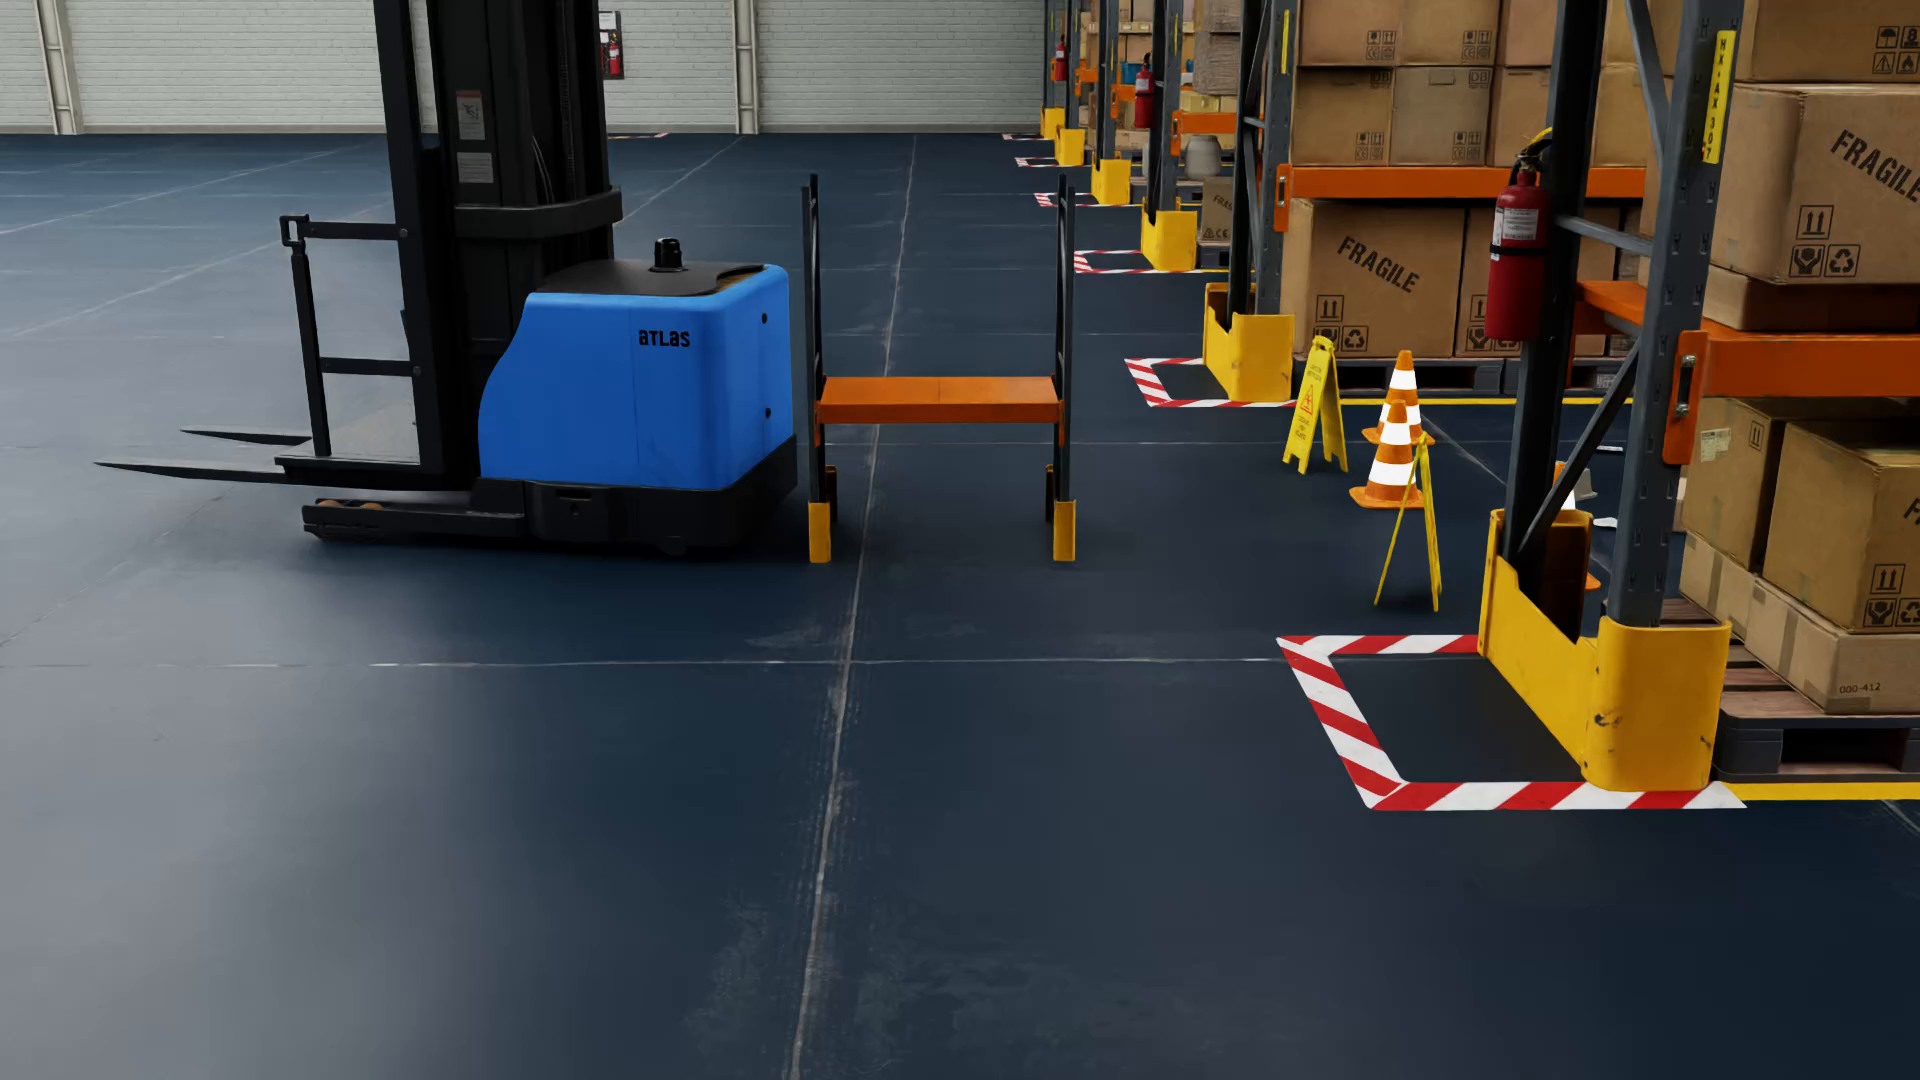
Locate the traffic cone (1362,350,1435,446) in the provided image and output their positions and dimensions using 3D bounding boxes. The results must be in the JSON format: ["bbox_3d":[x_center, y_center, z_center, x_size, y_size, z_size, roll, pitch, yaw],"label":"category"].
[{"bbox_3d":[2.295,-0.754,8.640,0.334,0.463,0.336,0,18,-1],"label":"traffic cone"}]

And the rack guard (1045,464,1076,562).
[{"bbox_3d":[0.422,-0.121,7.016,0.087,0.250,0.587,0,18,-1],"label":"rack guard"}]

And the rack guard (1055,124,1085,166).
[{"bbox_3d":[1.588,-5.744,24.134,0.348,0.500,1.175,0,18,-1],"label":"rack guard"}]

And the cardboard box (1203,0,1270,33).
[{"bbox_3d":[2.319,-4.493,13.856,0.500,0.500,0.500,0,18,-1],"label":"cardboard box"}]

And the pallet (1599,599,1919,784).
[{"bbox_3d":[2.810,0.453,5.291,1.213,0.211,1.003,0,18,-1],"label":"pallet"}]

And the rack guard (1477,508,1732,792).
[{"bbox_3d":[1.997,0.308,5.268,0.348,0.500,1.175,0,18,-1],"label":"rack guard"}]

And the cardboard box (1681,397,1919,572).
[{"bbox_3d":[2.718,-0.213,5.387,0.500,0.500,0.500,0,18,-1],"label":"cardboard box"}]

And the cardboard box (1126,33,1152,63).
[{"bbox_3d":[2.604,-6.984,23.744,0.500,0.500,0.700,0,18,1],"label":"cardboard box"}]

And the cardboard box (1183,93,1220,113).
[{"bbox_3d":[2.053,-3.717,14.136,0.250,0.149,0.380,0,18,-1],"label":"cardboard box"}]

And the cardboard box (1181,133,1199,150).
[{"bbox_3d":[3.152,-5.765,23.923,0.500,0.250,0.500,0,18,-1],"label":"cardboard box"}]

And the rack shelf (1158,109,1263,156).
[{"bbox_3d":[3.764,-3.576,14.461,4.000,0.370,1.077,0,18,-1],"label":"rack shelf"}]

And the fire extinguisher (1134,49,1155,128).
[{"bbox_3d":[1.643,-4.012,14.770,0.183,0.674,0.296,0,18,-1],"label":"fire extinguisher"}]

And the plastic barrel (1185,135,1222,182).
[{"bbox_3d":[2.844,-4.465,19.442,0.421,0.512,0.421,0,18,0],"label":"plastic barrel"}]

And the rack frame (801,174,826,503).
[{"bbox_3d":[-0.594,-0.711,6.810,0.032,1.500,0.500,0,18,-1],"label":"rack frame"}]

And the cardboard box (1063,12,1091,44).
[{"bbox_3d":[2.012,-8.653,28.095,0.500,0.500,0.500,0,18,-1],"label":"cardboard box"}]

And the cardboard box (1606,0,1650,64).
[{"bbox_3d":[3.752,-3.003,9.485,0.500,0.550,0.875,0,18,-1],"label":"cardboard box"}]

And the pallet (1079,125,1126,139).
[{"bbox_3d":[2.419,-7.113,28.874,1.213,0.211,1.003,0,18,-1],"label":"pallet"}]

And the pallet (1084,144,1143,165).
[{"bbox_3d":[2.376,-5.623,24.230,1.213,0.211,1.003,0,18,-1],"label":"pallet"}]

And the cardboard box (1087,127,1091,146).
[{"bbox_3d":[2.144,-5.918,24.398,0.500,0.250,0.500,0,18,-1],"label":"cardboard box"}]

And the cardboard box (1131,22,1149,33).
[{"bbox_3d":[2.521,-7.229,23.448,0.250,0.149,0.380,0,18,-1],"label":"cardboard box"}]

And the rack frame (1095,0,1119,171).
[{"bbox_3d":[1.686,-5.421,19.036,0.127,3.000,1.000,0,18,-1],"label":"rack frame"}]

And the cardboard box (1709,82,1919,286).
[{"bbox_3d":[2.399,-0.989,4.568,0.500,0.500,0.500,-1,18,-2],"label":"cardboard box"}]

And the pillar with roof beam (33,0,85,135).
[{"bbox_3d":[-15.713,-10.170,24.017,0.400,9.000,9.100,0,18,-1],"label":"pillar with roof beam"}]

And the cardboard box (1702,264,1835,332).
[{"bbox_3d":[2.264,-0.701,4.732,0.250,0.149,0.380,0,18,-1],"label":"cardboard box"}]

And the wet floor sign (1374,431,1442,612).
[{"bbox_3d":[1.714,-0.087,6.261,0.232,0.644,0.267,6,19,18],"label":"wet floor sign"}]

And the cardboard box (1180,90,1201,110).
[{"bbox_3d":[2.046,-3.853,14.560,0.250,0.149,0.380,0,18,-1],"label":"cardboard box"}]

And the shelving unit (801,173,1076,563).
[{"bbox_3d":[-0.076,-0.714,6.817,1.083,1.500,0.587,0,18,-1],"label":"shelving unit"}]

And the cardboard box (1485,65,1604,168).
[{"bbox_3d":[3.224,-2.454,9.541,0.550,0.550,0.875,0,18,-1],"label":"cardboard box"}]

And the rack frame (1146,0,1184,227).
[{"bbox_3d":[1.765,-3.908,14.321,0.127,3.000,1.000,0,18,-1],"label":"rack frame"}]

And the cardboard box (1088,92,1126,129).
[{"bbox_3d":[2.144,-6.275,24.285,0.500,0.500,0.500,0,18,-1],"label":"cardboard box"}]

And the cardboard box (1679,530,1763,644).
[{"bbox_3d":[2.749,0.141,5.510,0.500,0.250,0.500,0,18,-1],"label":"cardboard box"}]

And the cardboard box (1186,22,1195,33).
[{"bbox_3d":[3.295,-7.233,23.460,0.250,0.149,0.380,-1,18,-2],"label":"cardboard box"}]

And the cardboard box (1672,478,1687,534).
[{"bbox_3d":[3.199,-0.148,7.264,0.250,0.149,0.380,10,20,28],"label":"cardboard box"}]

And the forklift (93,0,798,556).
[{"bbox_3d":[-2.310,-1.538,7.044,3.031,2.935,1.130,4,18,11],"label":"forklift"}]

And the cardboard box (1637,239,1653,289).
[{"bbox_3d":[2.292,-0.829,5.133,0.250,0.149,0.380,0,18,1],"label":"cardboard box"}]

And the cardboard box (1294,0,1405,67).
[{"bbox_3d":[2.114,-2.969,9.378,0.550,0.550,0.875,0,18,-1],"label":"cardboard box"}]

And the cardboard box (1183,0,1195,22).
[{"bbox_3d":[3.162,-7.605,23.556,0.500,0.500,0.700,0,18,-1],"label":"cardboard box"}]

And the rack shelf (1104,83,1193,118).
[{"bbox_3d":[3.686,-5.088,19.176,4.000,0.370,1.077,0,18,-1],"label":"rack shelf"}]

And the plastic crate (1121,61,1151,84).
[{"bbox_3d":[2.182,-5.444,19.351,0.616,0.251,0.499,0,18,-1],"label":"plastic crate"}]

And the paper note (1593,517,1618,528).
[{"bbox_3d":[2.835,-0.080,7.248,0.142,0.019,0.148,-7,19,-20],"label":"paper note"}]

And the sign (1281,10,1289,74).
[{"bbox_3d":[1.745,-2.673,8.924,0.005,0.325,0.100,0,18,-1],"label":"sign"}]

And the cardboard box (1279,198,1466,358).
[{"bbox_3d":[2.419,-1.605,9.930,0.875,0.875,0.875,0,18,-1],"label":"cardboard box"}]
